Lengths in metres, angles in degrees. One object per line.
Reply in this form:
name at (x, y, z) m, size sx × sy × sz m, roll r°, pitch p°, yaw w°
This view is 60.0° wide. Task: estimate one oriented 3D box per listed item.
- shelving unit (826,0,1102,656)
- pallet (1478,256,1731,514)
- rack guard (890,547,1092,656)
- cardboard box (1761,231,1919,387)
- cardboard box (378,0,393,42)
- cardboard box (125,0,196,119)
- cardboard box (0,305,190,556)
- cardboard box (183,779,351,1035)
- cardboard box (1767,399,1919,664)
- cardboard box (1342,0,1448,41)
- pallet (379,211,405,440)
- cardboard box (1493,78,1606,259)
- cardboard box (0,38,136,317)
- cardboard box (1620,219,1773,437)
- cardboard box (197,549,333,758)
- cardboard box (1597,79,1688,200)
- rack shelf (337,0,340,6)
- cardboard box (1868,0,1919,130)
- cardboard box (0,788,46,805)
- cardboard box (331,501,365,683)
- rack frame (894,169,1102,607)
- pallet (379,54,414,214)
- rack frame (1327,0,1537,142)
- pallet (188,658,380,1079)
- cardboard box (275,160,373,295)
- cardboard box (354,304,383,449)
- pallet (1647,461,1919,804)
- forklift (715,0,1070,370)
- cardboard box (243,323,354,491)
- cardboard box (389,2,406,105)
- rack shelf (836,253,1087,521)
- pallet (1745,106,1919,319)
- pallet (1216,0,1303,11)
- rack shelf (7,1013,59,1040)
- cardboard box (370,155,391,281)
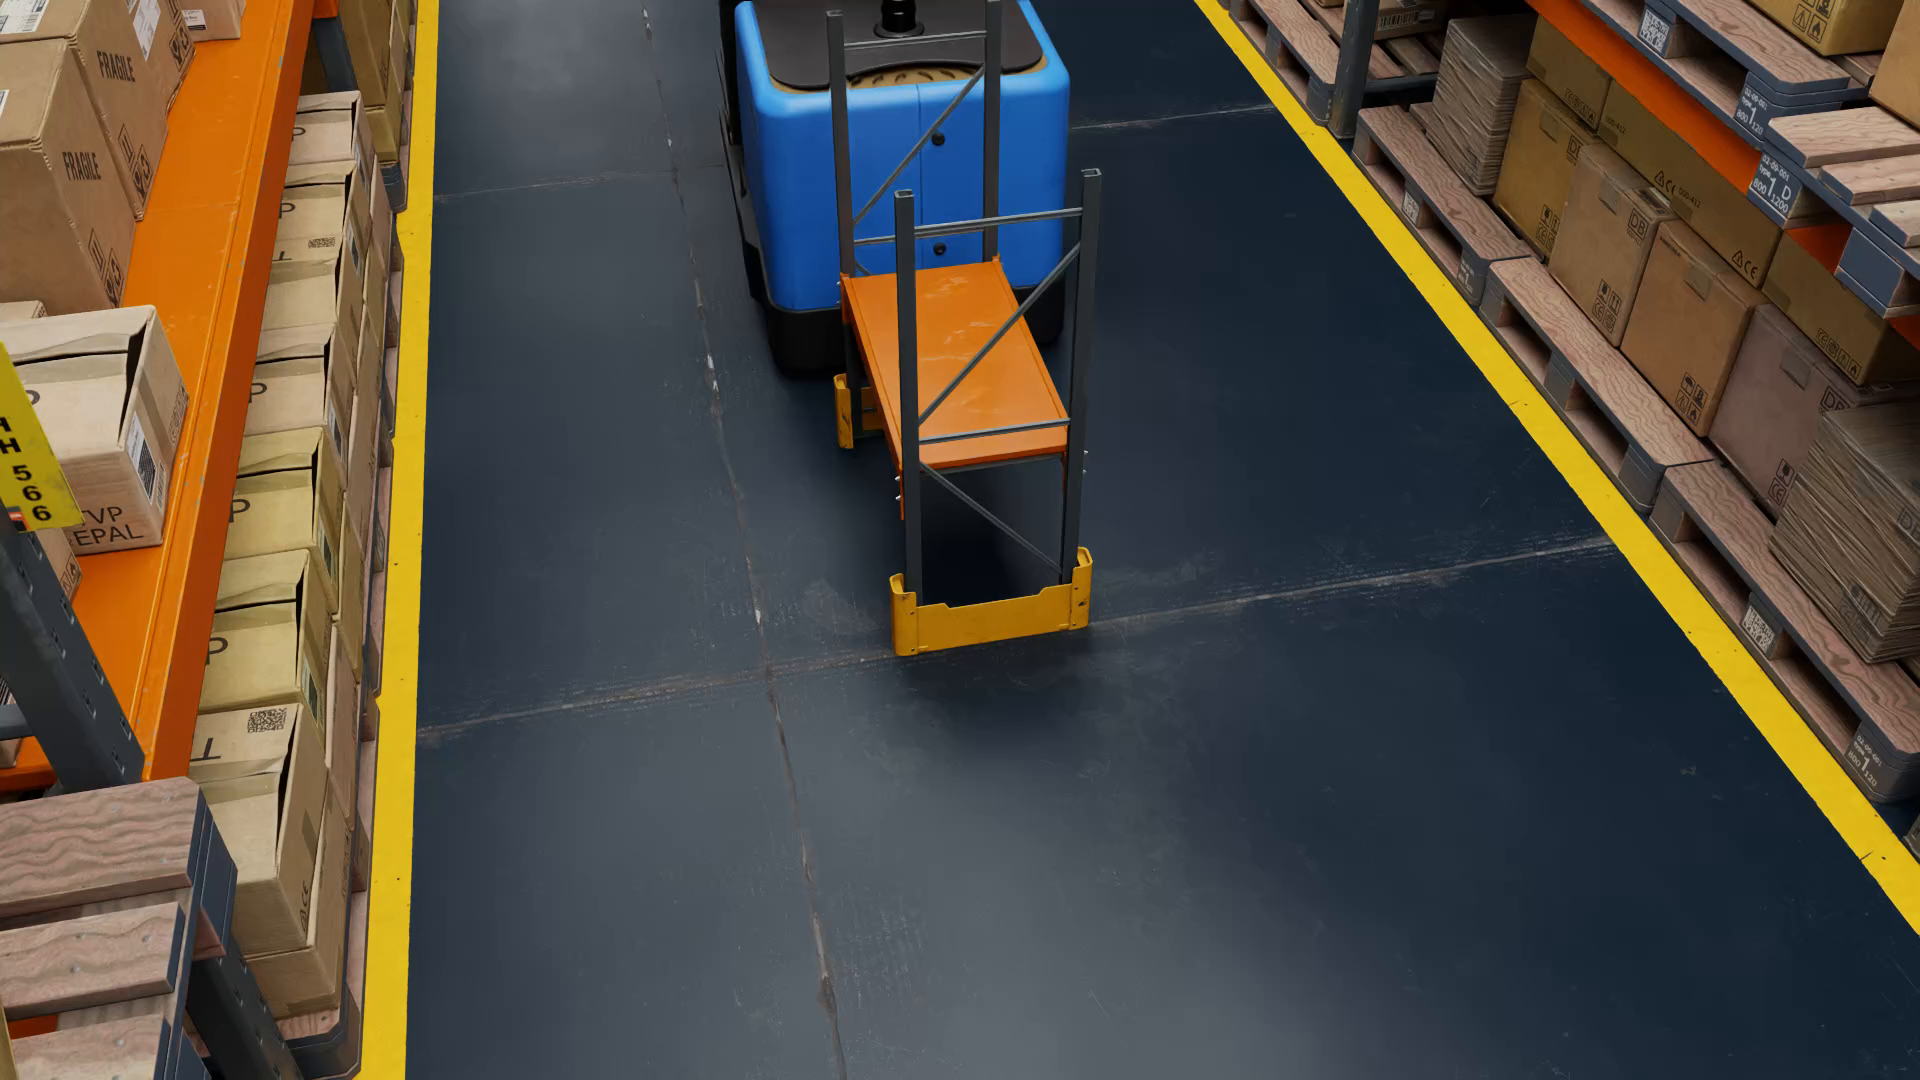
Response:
shelving unit at (-0.016, -0.610, 4.808) m, size 0.587 × 1.500 × 1.083 m, roll -8°, pitch 42°, yaw -9°
pallet at (2.543, -0.618, 5.787) m, size 1.003 × 0.211 × 1.213 m, roll -8°, pitch 42°, yaw -9°
rack guard at (0.091, 0.180, 4.859) m, size 0.587 × 0.250 × 0.087 m, roll -8°, pitch 42°, yaw -9°
cardboard box at (2.702, -0.713, 4.780) m, size 0.500 × 0.250 × 0.500 m, roll -8°, pitch 42°, yaw -8°
cardboard box at (-2.639, -2.323, 6.797) m, size 0.500 × 0.500 × 0.500 m, roll -8°, pitch 42°, yaw -9°
cardboard box at (-2.465, -1.441, 4.539) m, size 0.500 × 0.500 × 0.500 m, roll -6°, pitch 42°, yaw -6°
cardboard box at (-1.869, -0.227, 3.313) m, size 0.500 × 0.311 × 0.500 m, roll -9°, pitch 42°, yaw -10°
cardboard box at (-1.692, 0.837, 3.802) m, size 0.500 × 0.250 × 0.500 m, roll -8°, pitch 42°, yaw -9°
cardboard box at (2.764, -0.054, 4.602) m, size 0.700 × 0.500 × 0.500 m, roll -8°, pitch 42°, yaw -9°
cardboard box at (1.962, -2.405, 7.503) m, size 0.380 × 0.166 × 0.250 m, roll -14°, pitch 43°, yaw -15°
pallet at (-2.532, -0.730, 5.914) m, size 1.003 × 0.211 × 1.213 m, roll -8°, pitch 42°, yaw -9°
cardboard box at (2.443, -1.385, 6.102) m, size 0.700 × 0.500 × 0.500 m, roll -9°, pitch 42°, yaw -10°
cardboard box at (-2.244, -0.775, 3.788) m, size 0.500 × 0.500 × 0.500 m, roll -10°, pitch 43°, yaw -12°
cardboard box at (2.632, -0.722, 5.356) m, size 0.700 × 0.500 × 0.500 m, roll -9°, pitch 42°, yaw -10°
cardboard box at (-1.813, 0.288, 3.998) m, size 0.500 × 0.311 × 0.500 m, roll -9°, pitch 42°, yaw -10°
cardboard box at (2.497, -1.371, 5.522) m, size 0.500 × 0.250 × 0.500 m, roll -9°, pitch 42°, yaw -11°
rack shelf at (-3.161, -3.273, 7.219) m, size 1.077 × 0.370 × 4.000 m, roll -8°, pitch 42°, yaw -9°
cardboard box at (2.712, -1.228, 3.967) m, size 0.700 × 0.500 × 0.500 m, roll -12°, pitch 43°, yaw -13°
cardboard box at (-2.219, 0.705, 3.529) m, size 0.500 × 0.311 × 0.500 m, roll -7°, pitch 42°, yaw -8°
cardboard box at (-1.919, 0.175, 4.548) m, size 0.500 × 0.250 × 0.500 m, roll -9°, pitch 42°, yaw -10°
rack frame at (0.091, -0.287, 4.443) m, size 0.500 × 1.500 × 0.032 m, roll -8°, pitch 42°, yaw -9°
pallet at (-2.860, -1.724, 7.033) m, size 1.003 × 0.211 × 1.213 m, roll -8°, pitch 42°, yaw -9°
rack frame at (2.107, -2.958, 6.322) m, size 1.000 × 3.000 × 0.127 m, roll -8°, pitch 42°, yaw -9°
pallet at (-2.005, 0.851, 4.132) m, size 1.003 × 0.211 × 1.213 m, roll -8°, pitch 42°, yaw -9°
cardboard box at (-2.243, -1.026, 5.479) m, size 0.500 × 0.311 × 0.500 m, roll -7°, pitch 42°, yaw -8°
cardboard box at (-2.138, -0.487, 5.294) m, size 0.500 × 0.250 × 0.500 m, roll -7°, pitch 42°, yaw -8°
pallet at (2.803, 0.171, 4.898) m, size 1.003 × 0.211 × 1.213 m, roll -8°, pitch 42°, yaw -9°
forklift at (-0.417, -2.677, 6.058) m, size 1.130 × 2.935 × 3.031 m, roll -7°, pitch 42°, yaw -8°
cardboard box at (-2.033, -0.376, 4.746) m, size 0.500 × 0.311 × 0.500 m, roll -9°, pitch 42°, yaw -10°
cardboard box at (-2.636, -2.043, 7.047) m, size 0.500 × 0.250 × 0.500 m, roll -8°, pitch 42°, yaw -9°
rack shelf at (-0.018, -0.482, 4.934) m, size 0.538 × 0.185 × 1.000 m, roll -8°, pitch 42°, yaw -9°
pallet at (2.713, -0.740, 3.968) m, size 1.213 × 0.211 × 1.003 m, roll -8°, pitch 42°, yaw -9°
pallet at (1.661, -3.137, 8.625) m, size 1.003 × 0.211 × 1.213 m, roll -8°, pitch 42°, yaw -9°
rack shelf at (-1.434, 1.913, 1.377) m, size 1.077 × 0.370 × 4.000 m, roll -8°, pitch 42°, yaw -9°
cardboard box at (-2.356, -1.147, 6.037) m, size 0.500 × 0.250 × 0.500 m, roll -9°, pitch 42°, yaw -10°
